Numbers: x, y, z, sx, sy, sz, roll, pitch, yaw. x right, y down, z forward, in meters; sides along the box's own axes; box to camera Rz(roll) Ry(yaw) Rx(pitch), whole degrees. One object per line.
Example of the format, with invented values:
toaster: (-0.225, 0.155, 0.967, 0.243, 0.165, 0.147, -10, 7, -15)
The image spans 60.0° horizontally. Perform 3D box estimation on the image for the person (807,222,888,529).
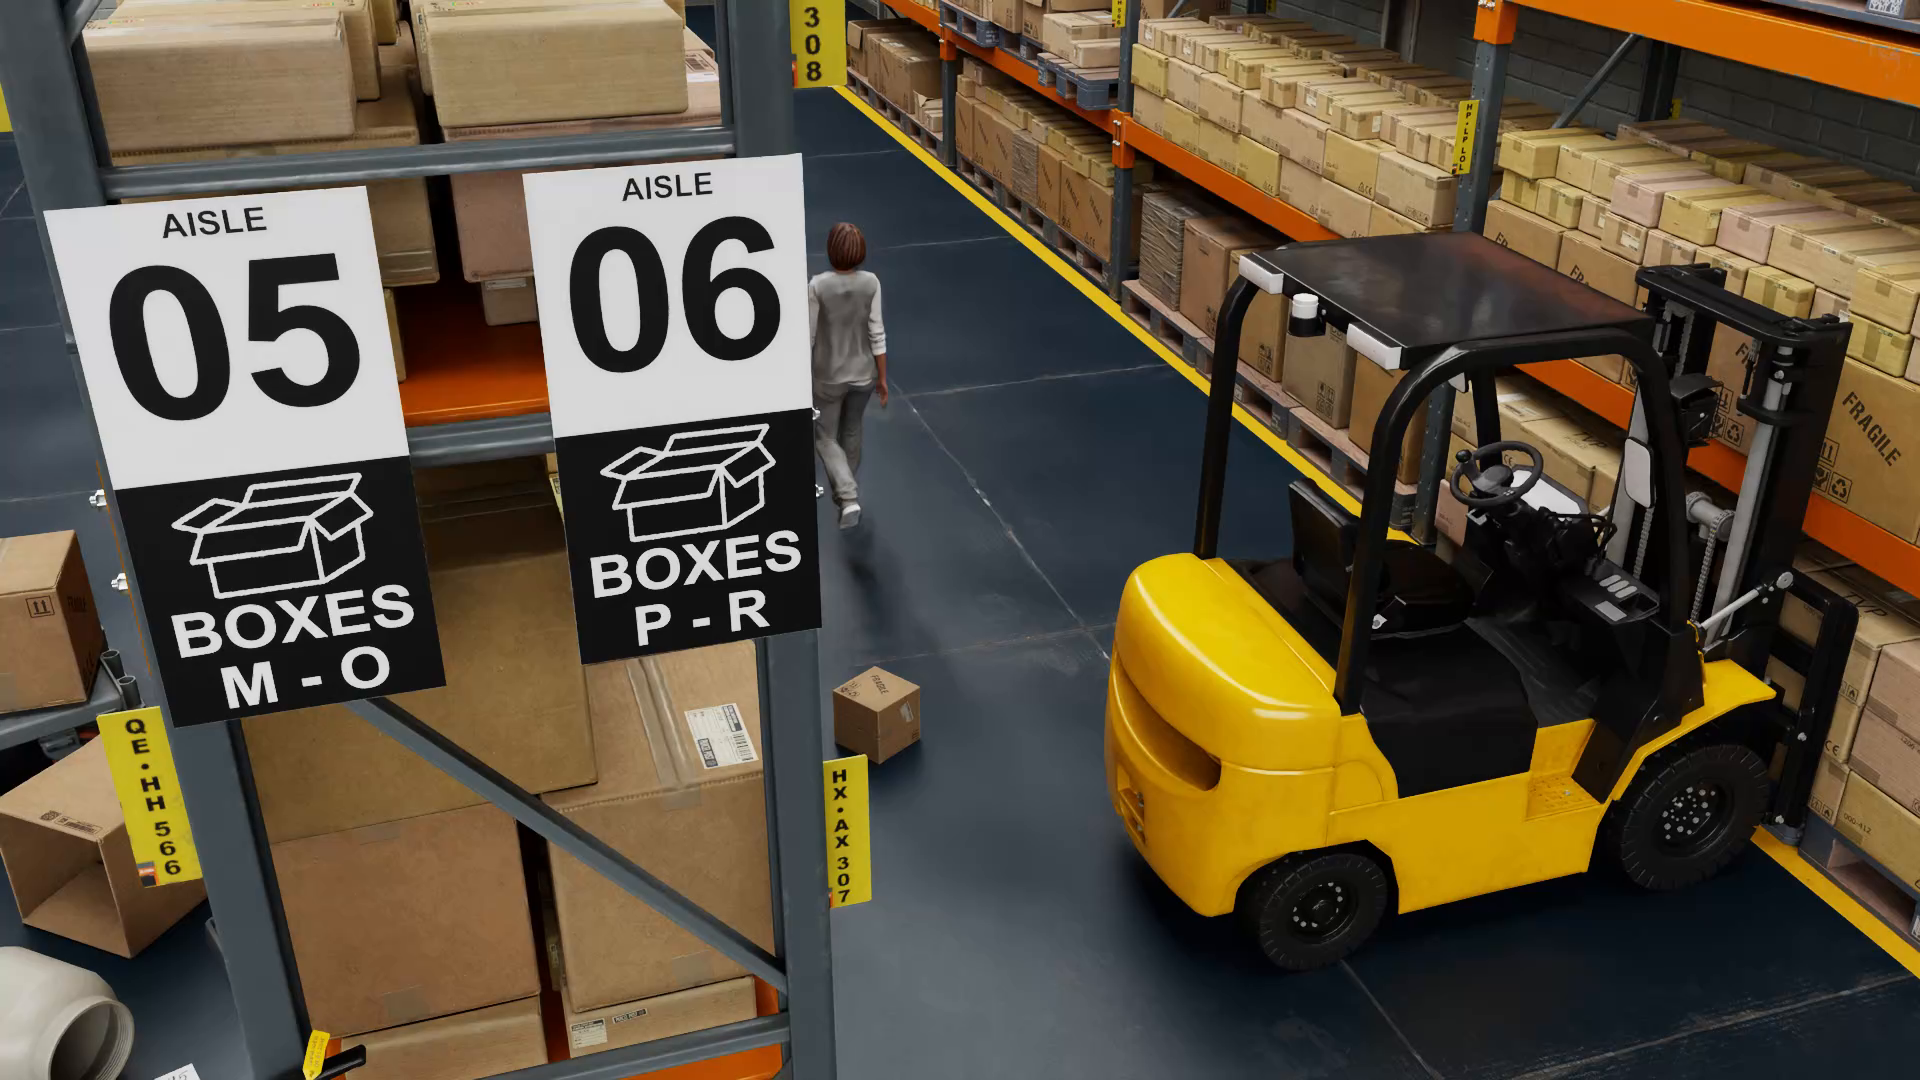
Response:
person: (-0.575, -0.761, 8.224, 0.430, 1.458, 0.822, -9, 28, -18)
